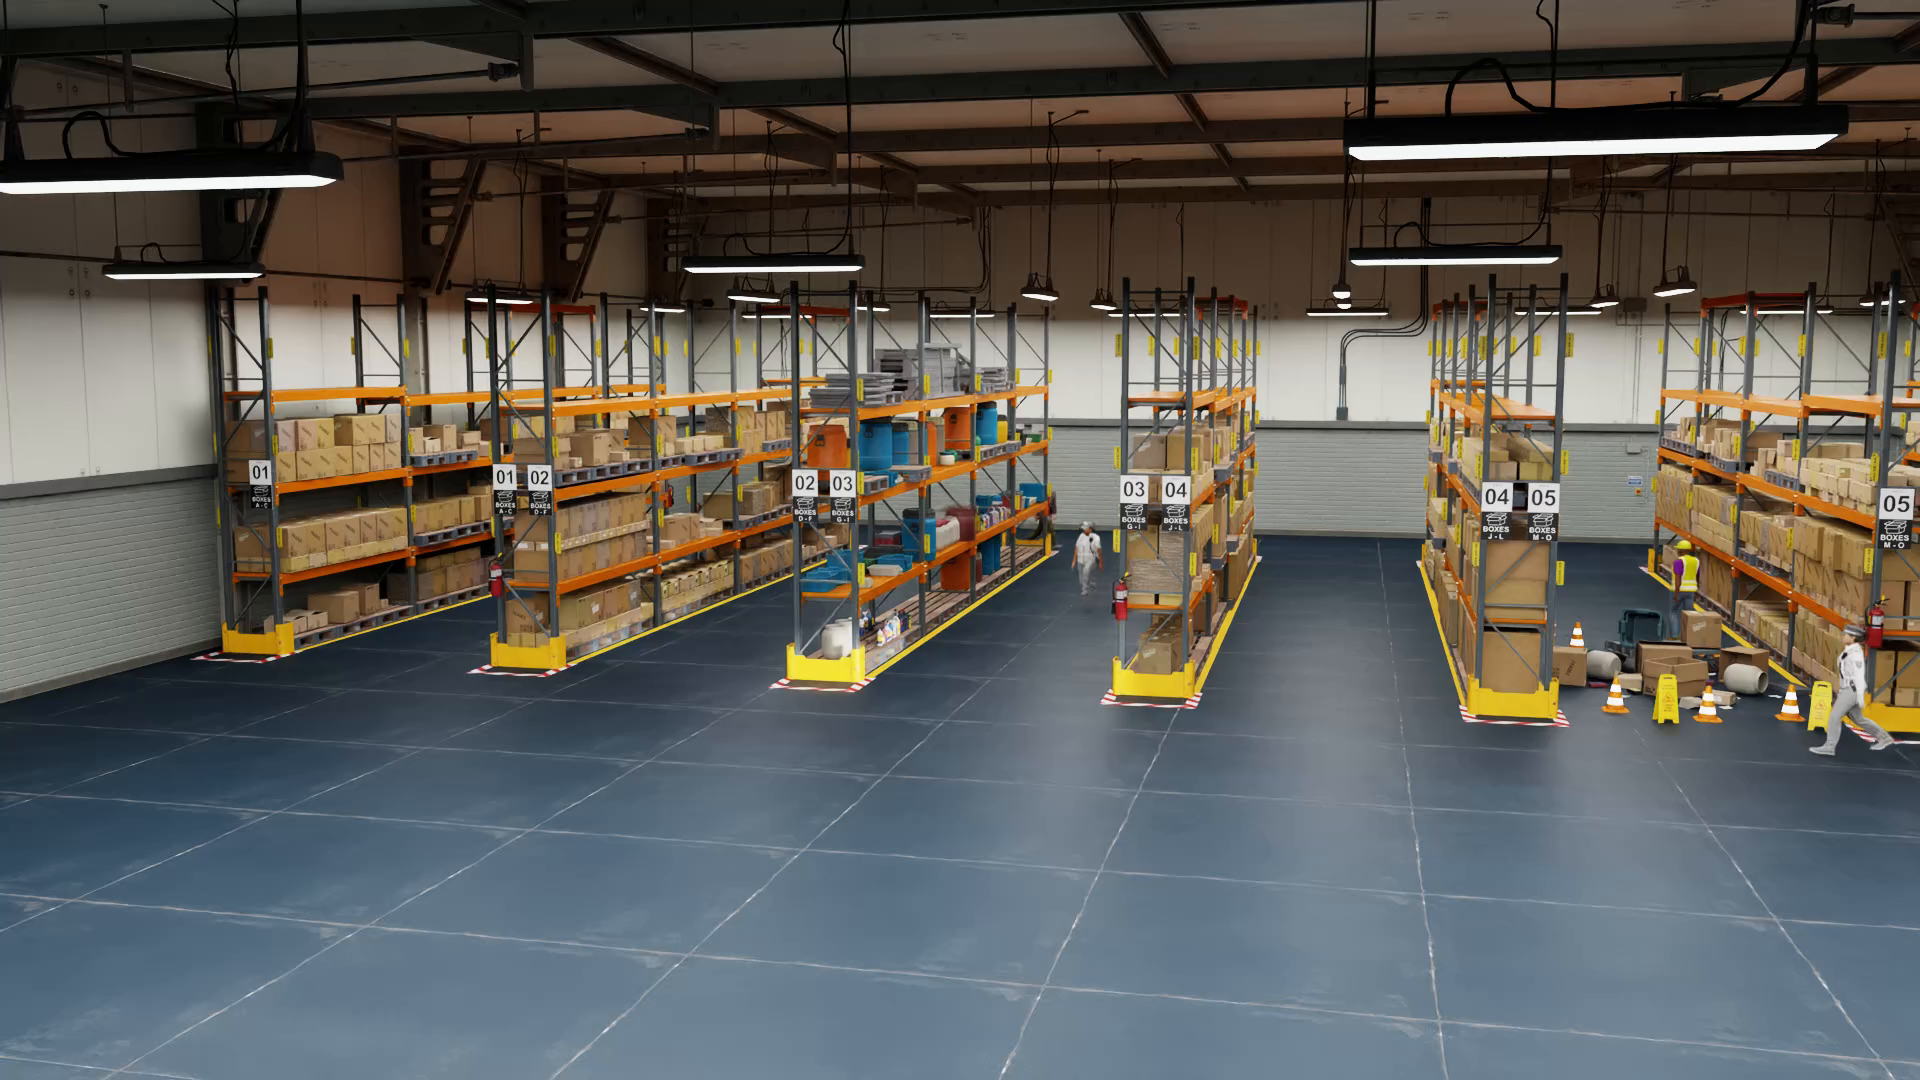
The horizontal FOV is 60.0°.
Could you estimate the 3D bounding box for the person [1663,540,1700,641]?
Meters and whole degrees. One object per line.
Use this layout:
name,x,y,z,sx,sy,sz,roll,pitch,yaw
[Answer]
person,12.313,0.917,28.194,0.537,1.802,0.604,0,7,1

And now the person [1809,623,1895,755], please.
person,10.983,1.840,20.407,0.951,1.634,0.486,2,7,16

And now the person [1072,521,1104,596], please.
person,2.455,0.341,32.117,0.552,1.429,1.034,4,8,30

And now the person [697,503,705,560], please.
person,-5.956,-0.075,37.516,0.404,1.521,0.994,1,7,12

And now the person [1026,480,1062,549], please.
person,2.145,-0.649,41.800,1.203,1.719,0.559,4,8,34
